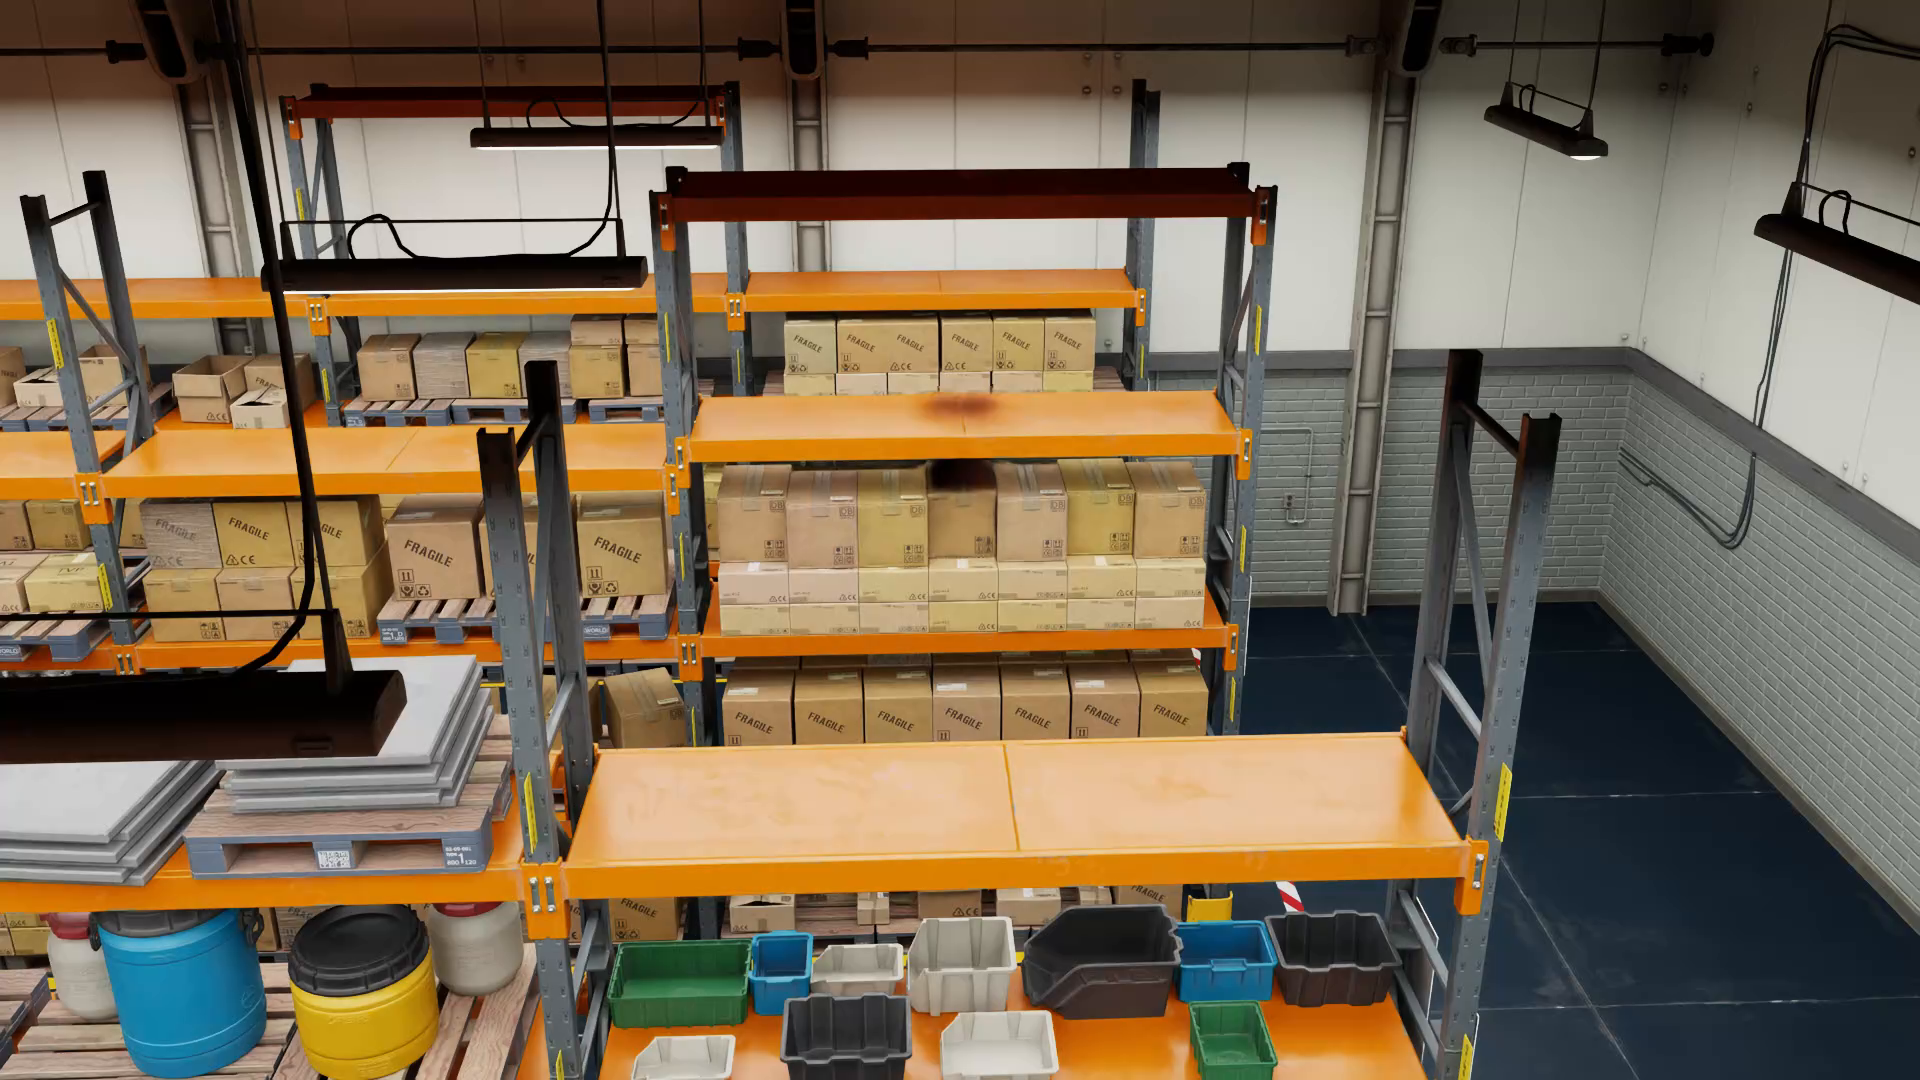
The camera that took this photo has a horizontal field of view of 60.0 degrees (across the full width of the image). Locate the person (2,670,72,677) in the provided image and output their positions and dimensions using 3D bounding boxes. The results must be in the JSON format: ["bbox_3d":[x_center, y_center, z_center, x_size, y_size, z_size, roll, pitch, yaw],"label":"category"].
[{"bbox_3d":[-8.819,1.219,15.869,0.631,1.859,0.396,-1,22,-2],"label":"person"}]
